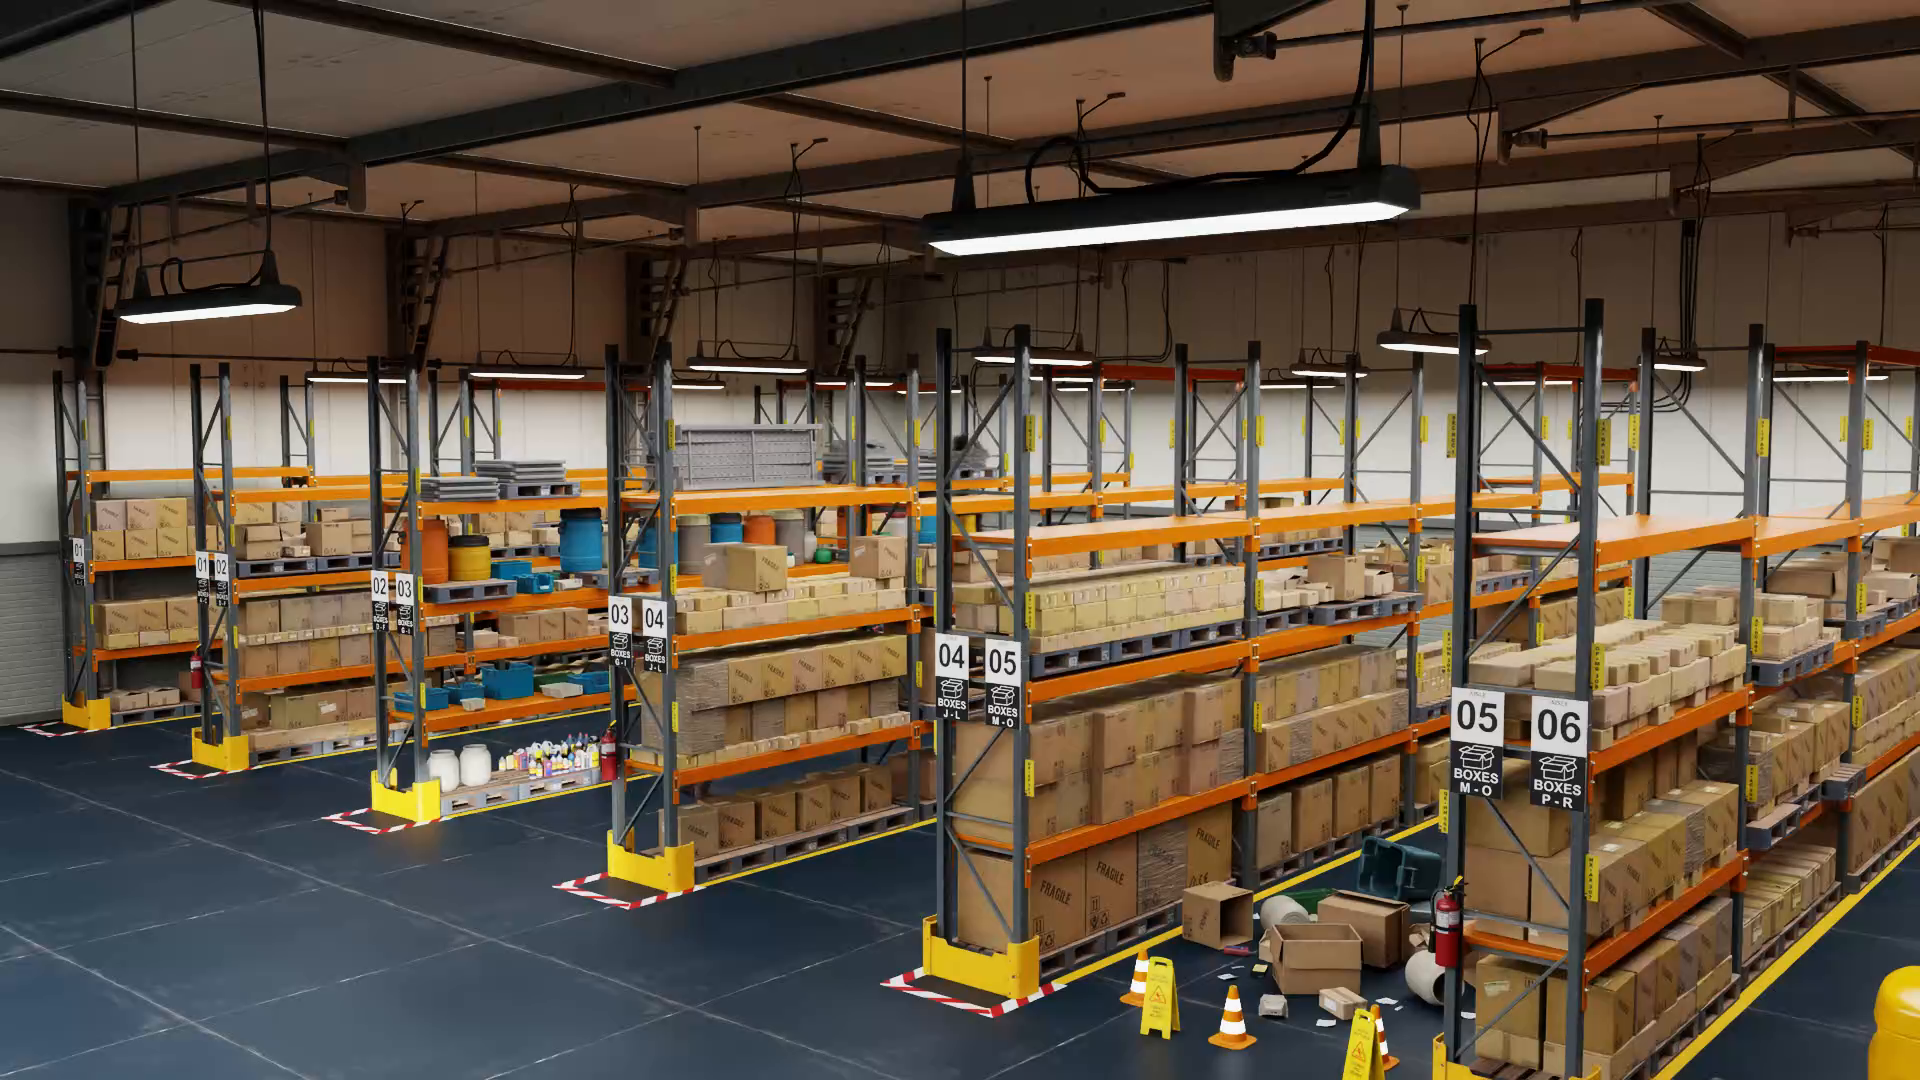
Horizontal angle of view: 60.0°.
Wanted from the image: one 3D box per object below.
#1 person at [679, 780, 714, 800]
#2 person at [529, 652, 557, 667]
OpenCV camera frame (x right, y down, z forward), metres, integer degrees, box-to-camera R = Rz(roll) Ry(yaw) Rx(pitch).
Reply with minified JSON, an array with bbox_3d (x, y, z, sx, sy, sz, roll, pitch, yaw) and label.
[{"bbox_3d":[-3.388,2.886,21.174,0.998,1.475,0.676,-3,5,-32],"label":"person"},{"bbox_3d":[-7.826,2.149,31.221,0.599,1.615,0.754,0,4,0],"label":"person"}]
